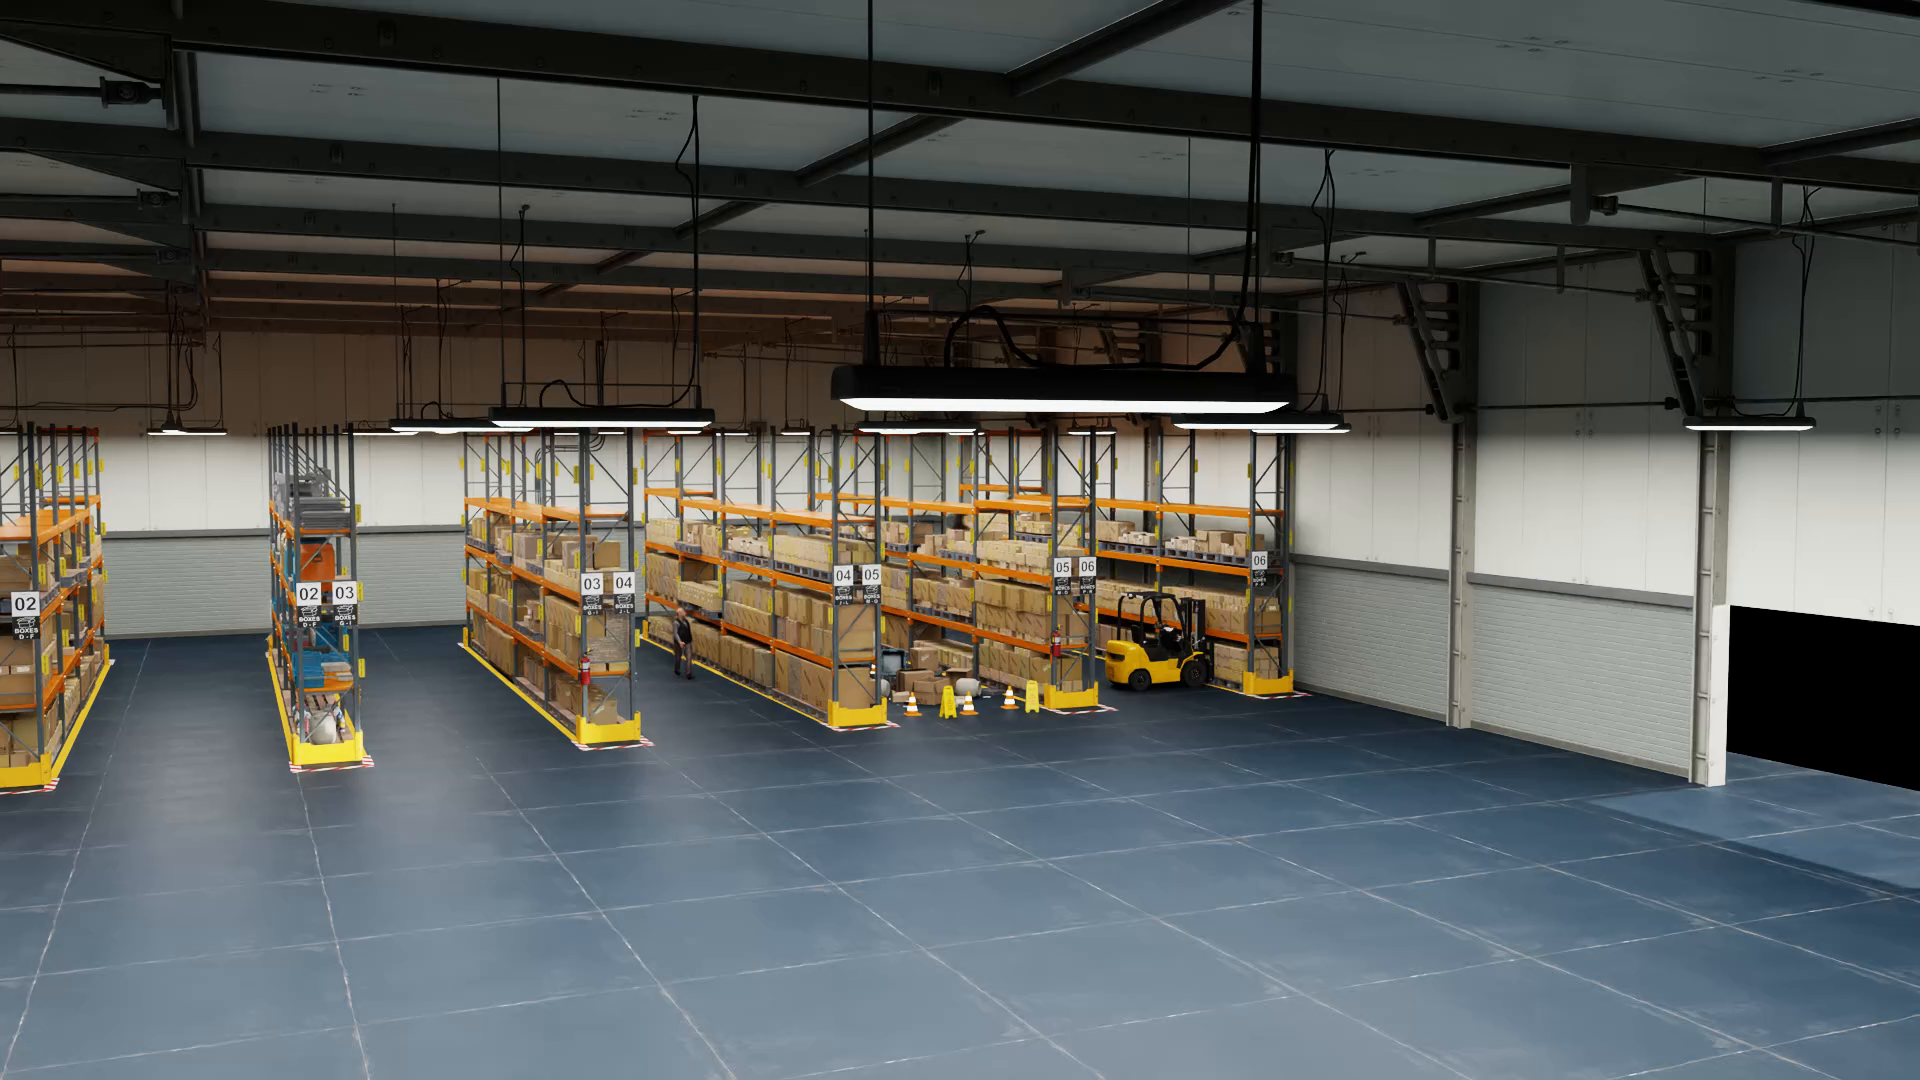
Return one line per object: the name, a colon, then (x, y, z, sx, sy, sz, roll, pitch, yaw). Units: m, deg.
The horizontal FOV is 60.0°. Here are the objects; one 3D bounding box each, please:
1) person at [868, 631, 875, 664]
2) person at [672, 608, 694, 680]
person: (-2.318, 2.253, 42.125, 0.408, 1.785, 0.691, -3, 5, -44)
person: (-6.615, 2.506, 39.649, 0.484, 1.606, 1.012, -1, 4, -18)
